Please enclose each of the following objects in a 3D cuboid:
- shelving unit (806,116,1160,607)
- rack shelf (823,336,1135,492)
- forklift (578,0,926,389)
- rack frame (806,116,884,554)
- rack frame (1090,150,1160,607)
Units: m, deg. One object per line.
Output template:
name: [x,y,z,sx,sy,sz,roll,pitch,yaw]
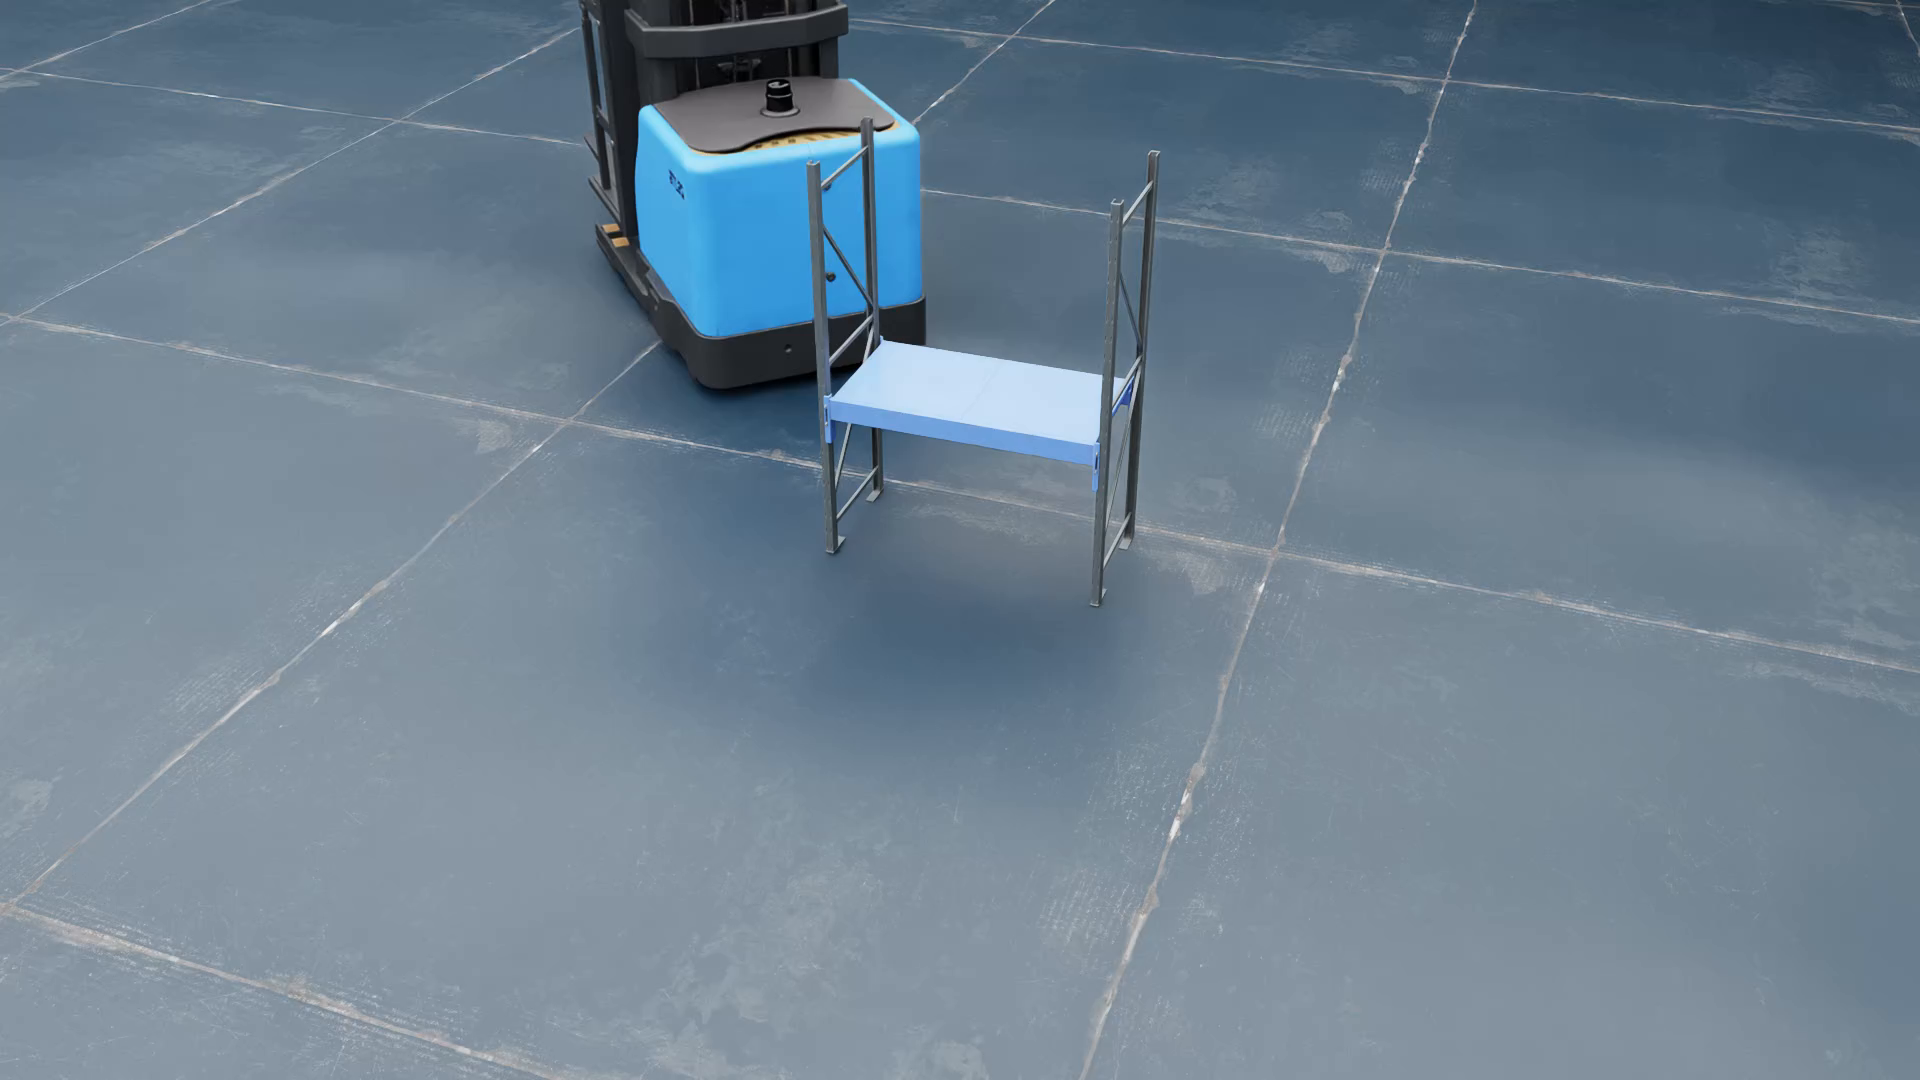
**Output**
shelving unit: [0.080,-0.614,5.819,1.048,1.500,0.538,11,34,16]
rack shelf: [0.080,-0.463,5.917,1.000,0.185,0.538,11,34,16]
forklift: [-1.207,-2.665,7.675,1.130,2.935,3.031,-13,35,-20]
rack frame: [-0.398,-0.708,5.963,0.032,1.500,0.500,11,34,16]
rack frame: [0.559,-0.521,5.675,0.032,1.500,0.500,11,34,16]
